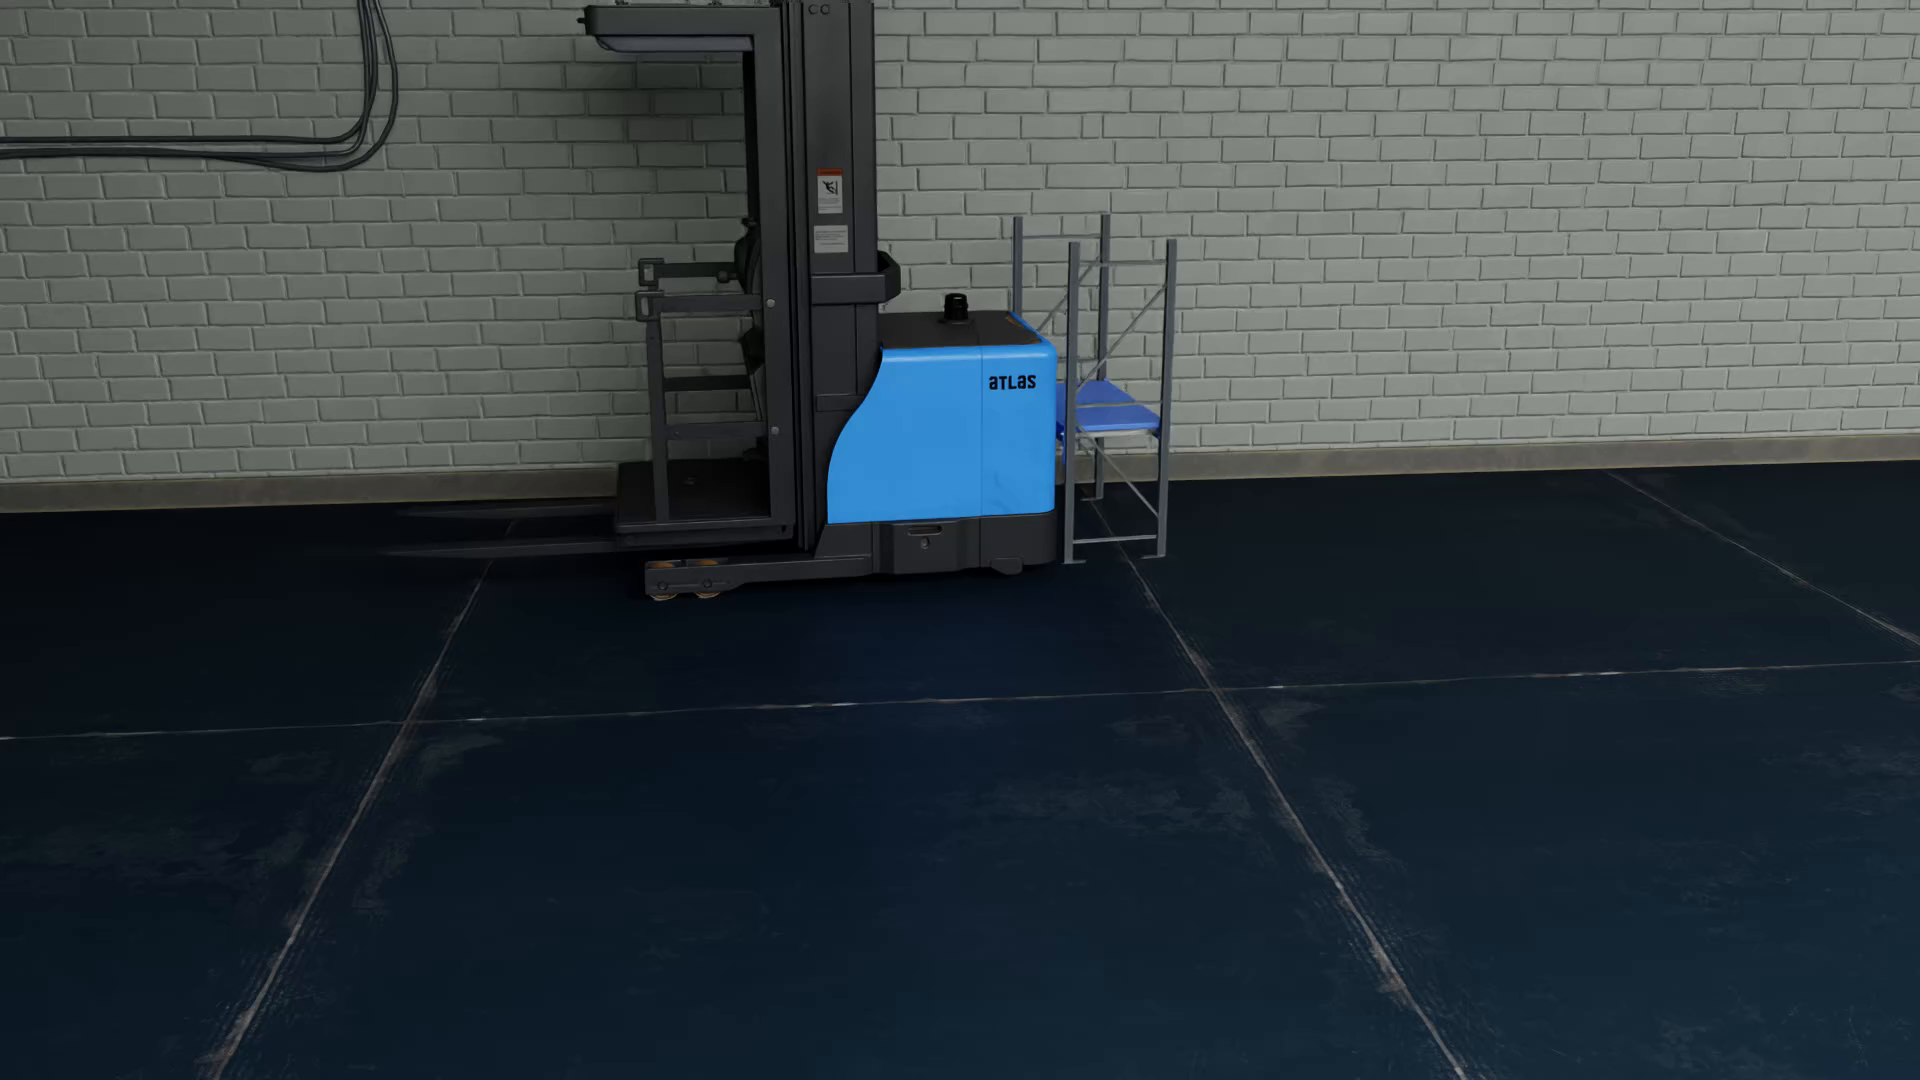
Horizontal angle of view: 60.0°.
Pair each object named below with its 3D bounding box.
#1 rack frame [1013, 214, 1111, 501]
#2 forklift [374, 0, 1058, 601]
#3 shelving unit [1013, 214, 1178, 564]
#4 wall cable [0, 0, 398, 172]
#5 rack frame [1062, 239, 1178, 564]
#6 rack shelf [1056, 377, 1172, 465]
[{"bbox_3d":[0.516,-0.919,8.601,0.500,1.500,0.032,-4,18,-12],"label":"rack frame"},{"bbox_3d":[-1.119,-1.302,7.431,3.031,2.935,1.130,-3,18,-9],"label":"forklift"},{"bbox_3d":[0.623,-0.770,8.127,0.538,1.500,1.048,-4,18,-12],"label":"shelving unit"},{"bbox_3d":[-4.304,-2.963,7.776,3.097,2.526,0.112,-2,18,-6],"label":"wall cable"},{"bbox_3d":[0.730,-0.622,7.653,0.500,1.500,0.032,-4,18,-12],"label":"rack frame"},{"bbox_3d":[0.623,-0.599,8.181,0.538,0.185,1.000,-4,18,-12],"label":"rack shelf"}]
